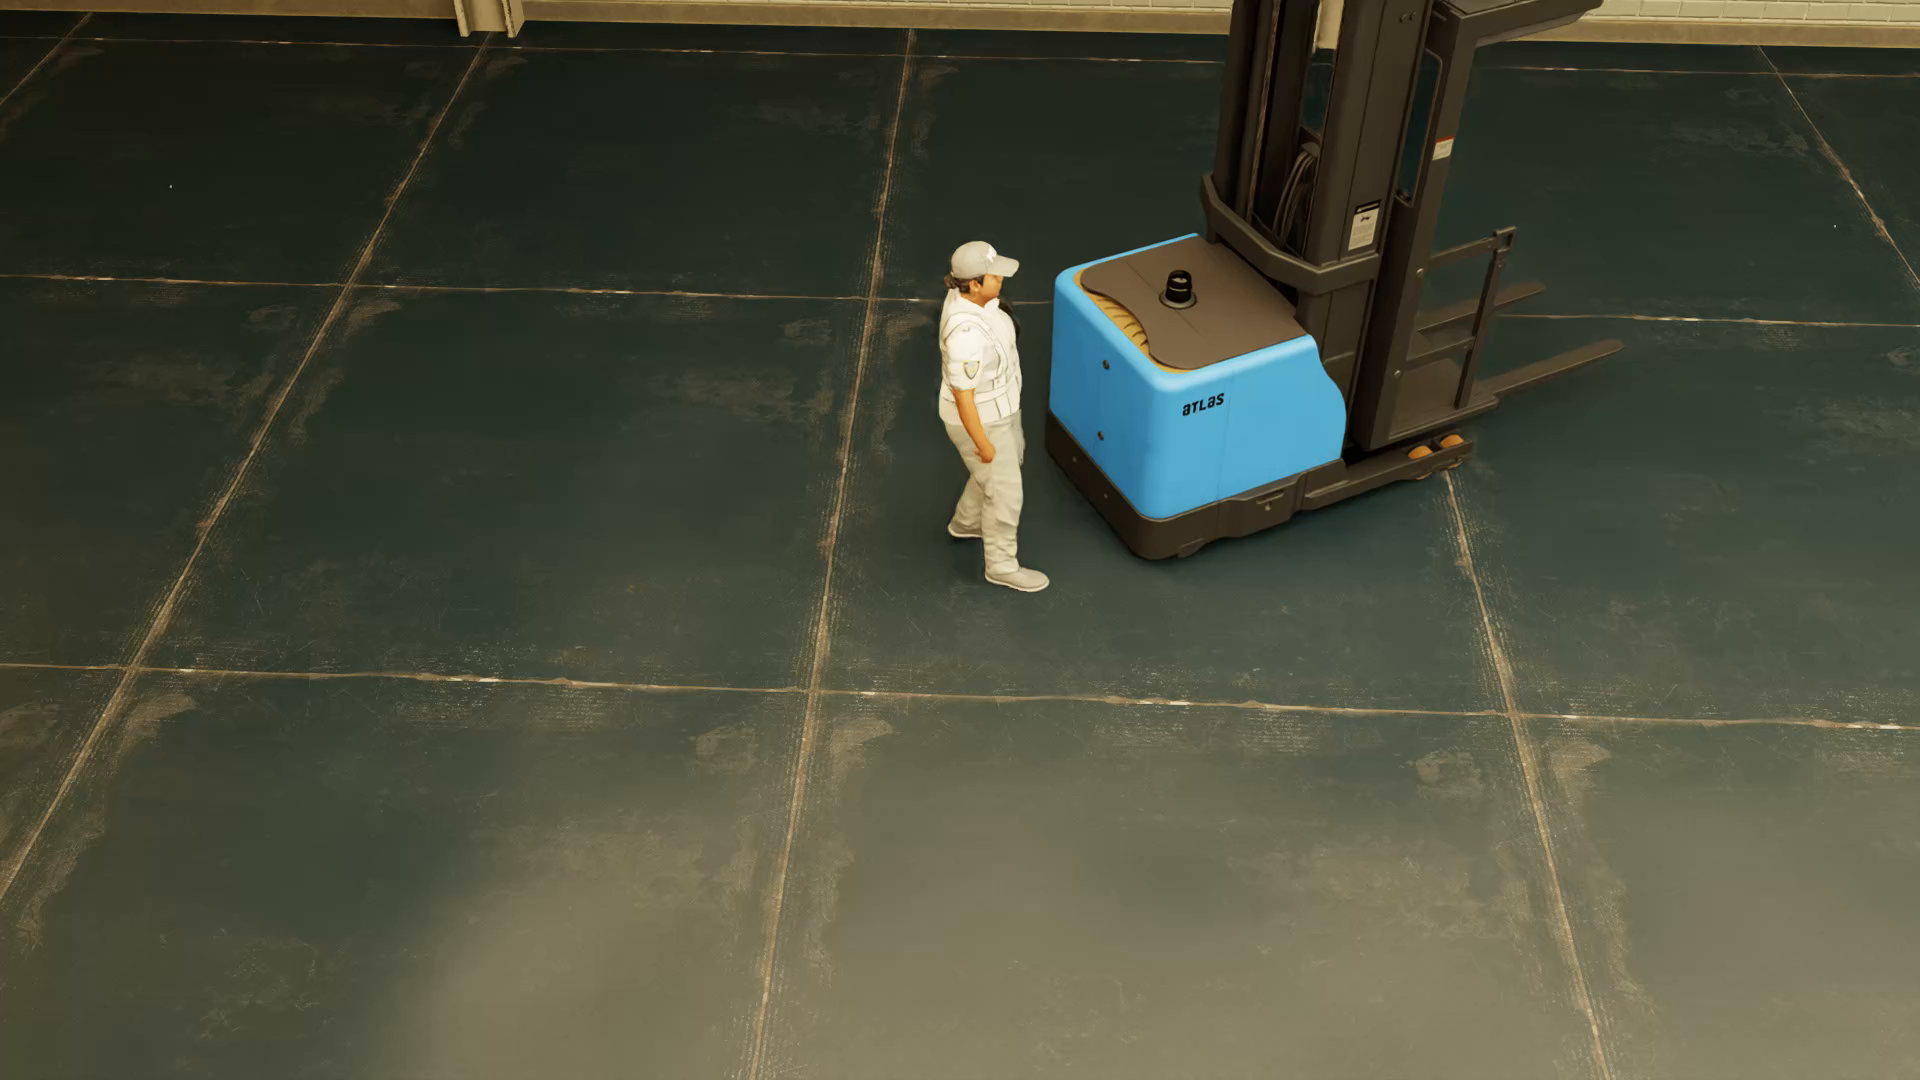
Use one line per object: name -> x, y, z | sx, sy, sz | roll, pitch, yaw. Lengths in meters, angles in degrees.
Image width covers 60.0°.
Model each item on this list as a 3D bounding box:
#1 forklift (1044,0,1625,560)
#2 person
forklift -> 1.978, -1.683, 7.586 | 3.031, 2.935, 1.130 | -18, 46, -19
person -> 0.181, -0.577, 7.351 | 0.541, 1.655, 0.616 | 6, 43, 6
